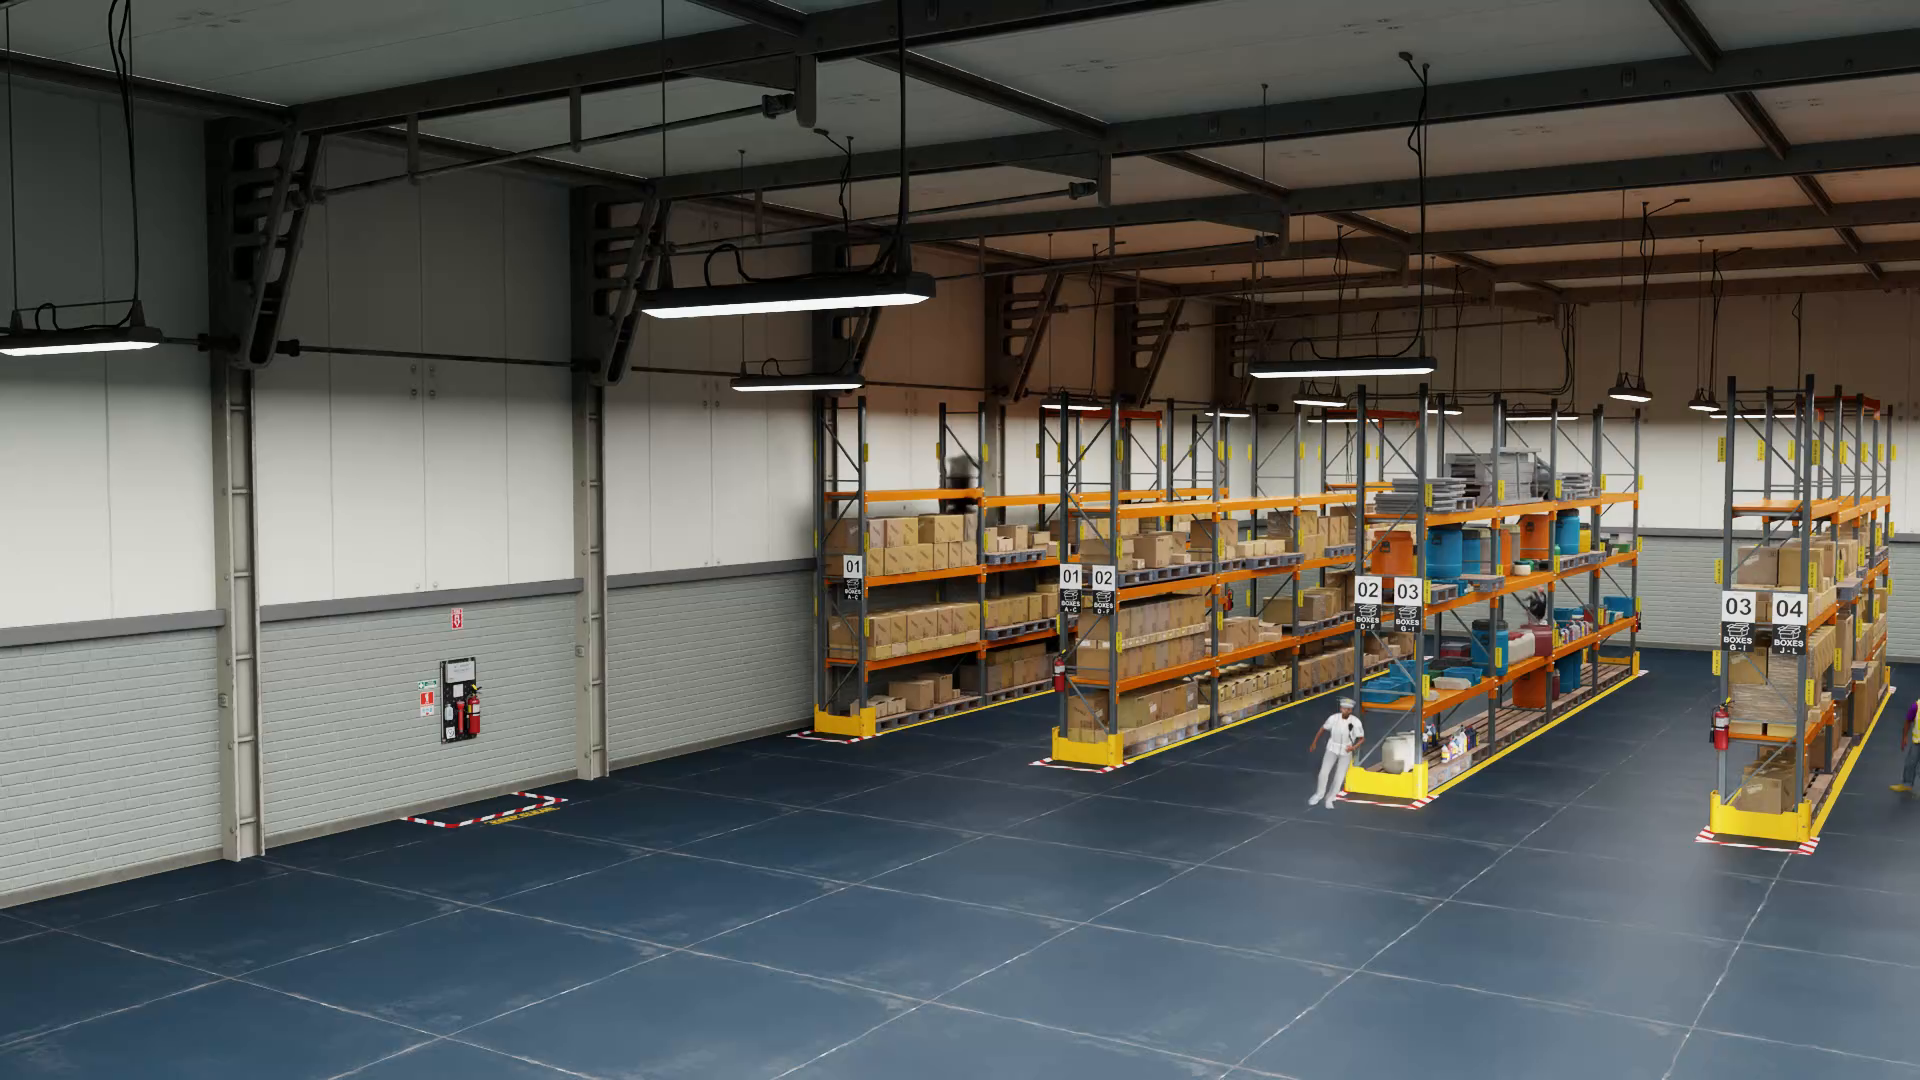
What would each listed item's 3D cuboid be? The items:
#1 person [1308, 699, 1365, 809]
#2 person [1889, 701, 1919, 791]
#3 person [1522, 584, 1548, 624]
[{"bbox_3d":[5.283,3.011,23.303,0.771,1.615,0.588,1,3,12],"label":"person"},{"bbox_3d":[13.849,2.897,23.957,0.860,1.708,0.729,3,4,41],"label":"person"},{"bbox_3d":[14.646,1.931,42.244,0.686,1.681,0.916,-1,3,-19],"label":"person"}]
